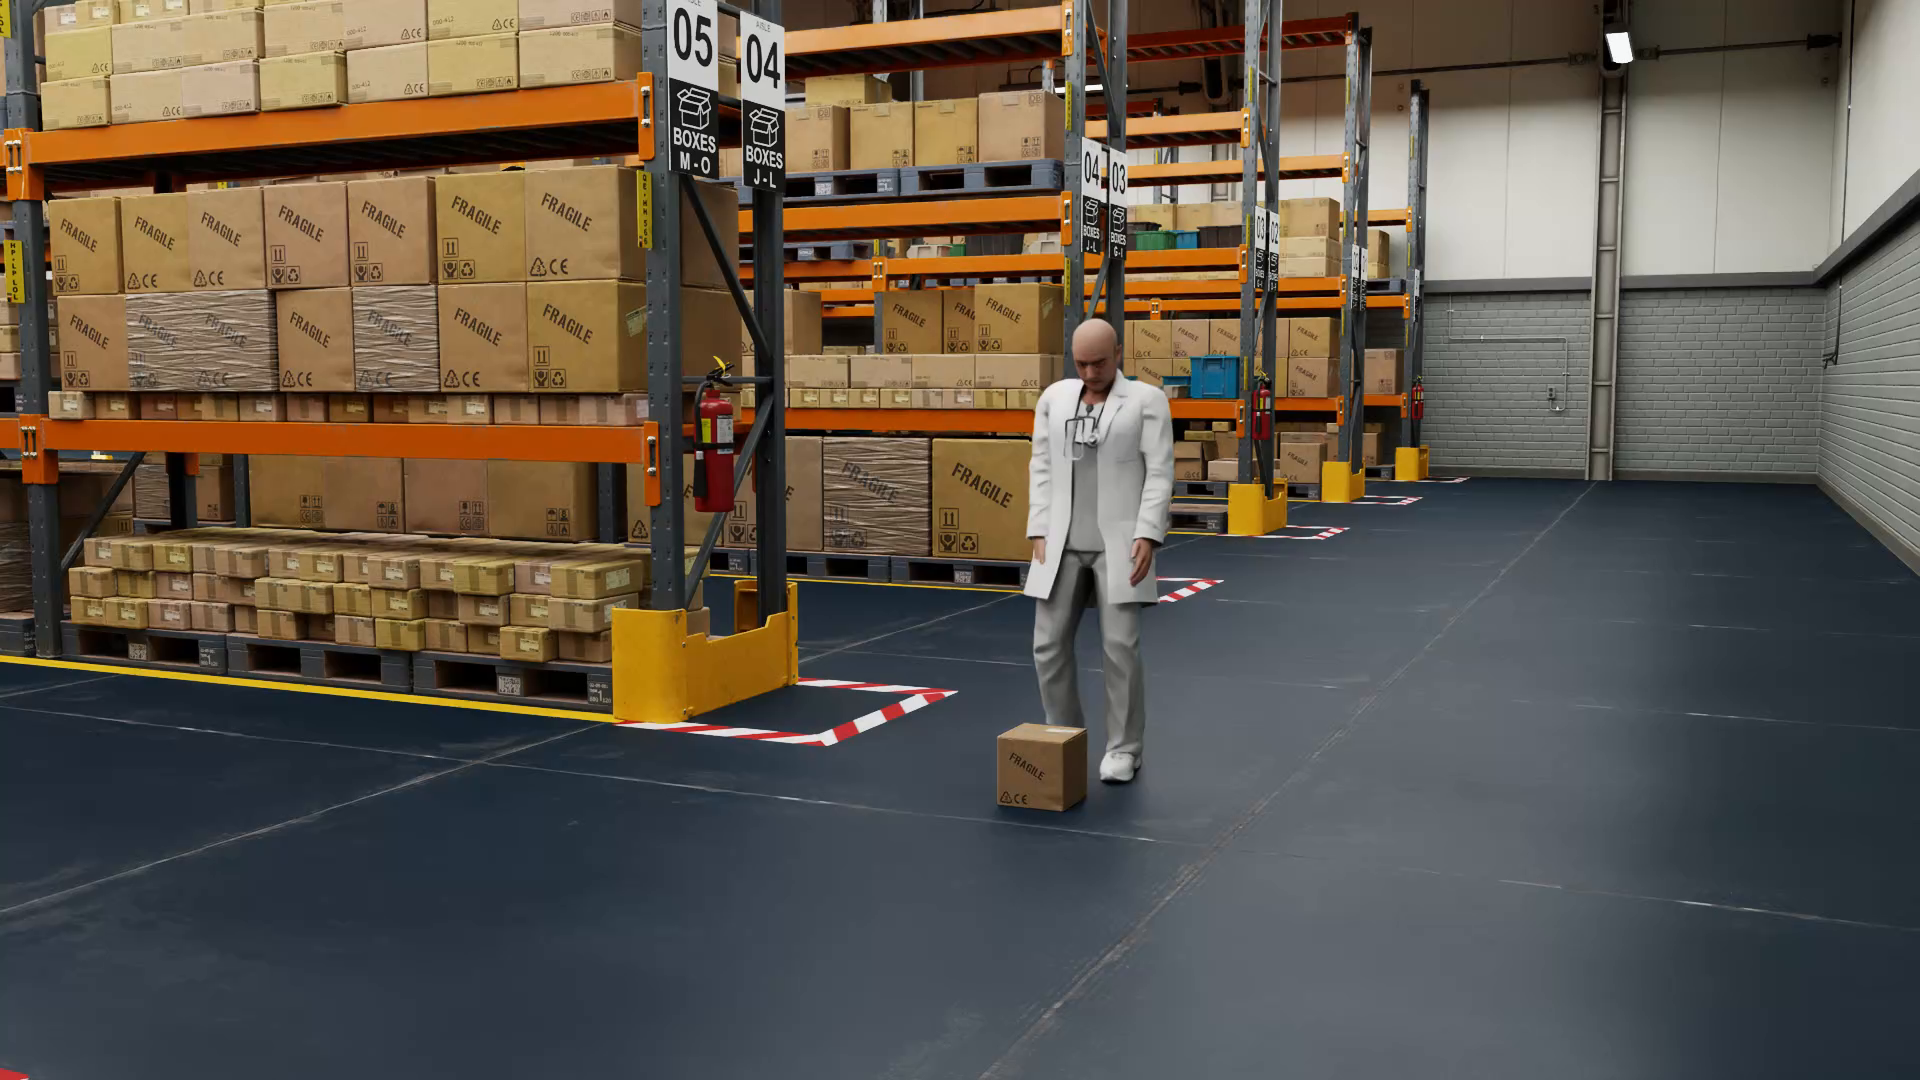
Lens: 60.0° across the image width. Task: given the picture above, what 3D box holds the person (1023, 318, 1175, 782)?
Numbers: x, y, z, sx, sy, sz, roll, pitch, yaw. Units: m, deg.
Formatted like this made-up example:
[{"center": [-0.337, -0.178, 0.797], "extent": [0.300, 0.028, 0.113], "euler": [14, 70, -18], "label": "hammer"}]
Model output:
[{"center": [0.528, 0.037, 6.354], "extent": [0.583, 1.738, 0.396], "euler": [3, 6, 25], "label": "person"}]
